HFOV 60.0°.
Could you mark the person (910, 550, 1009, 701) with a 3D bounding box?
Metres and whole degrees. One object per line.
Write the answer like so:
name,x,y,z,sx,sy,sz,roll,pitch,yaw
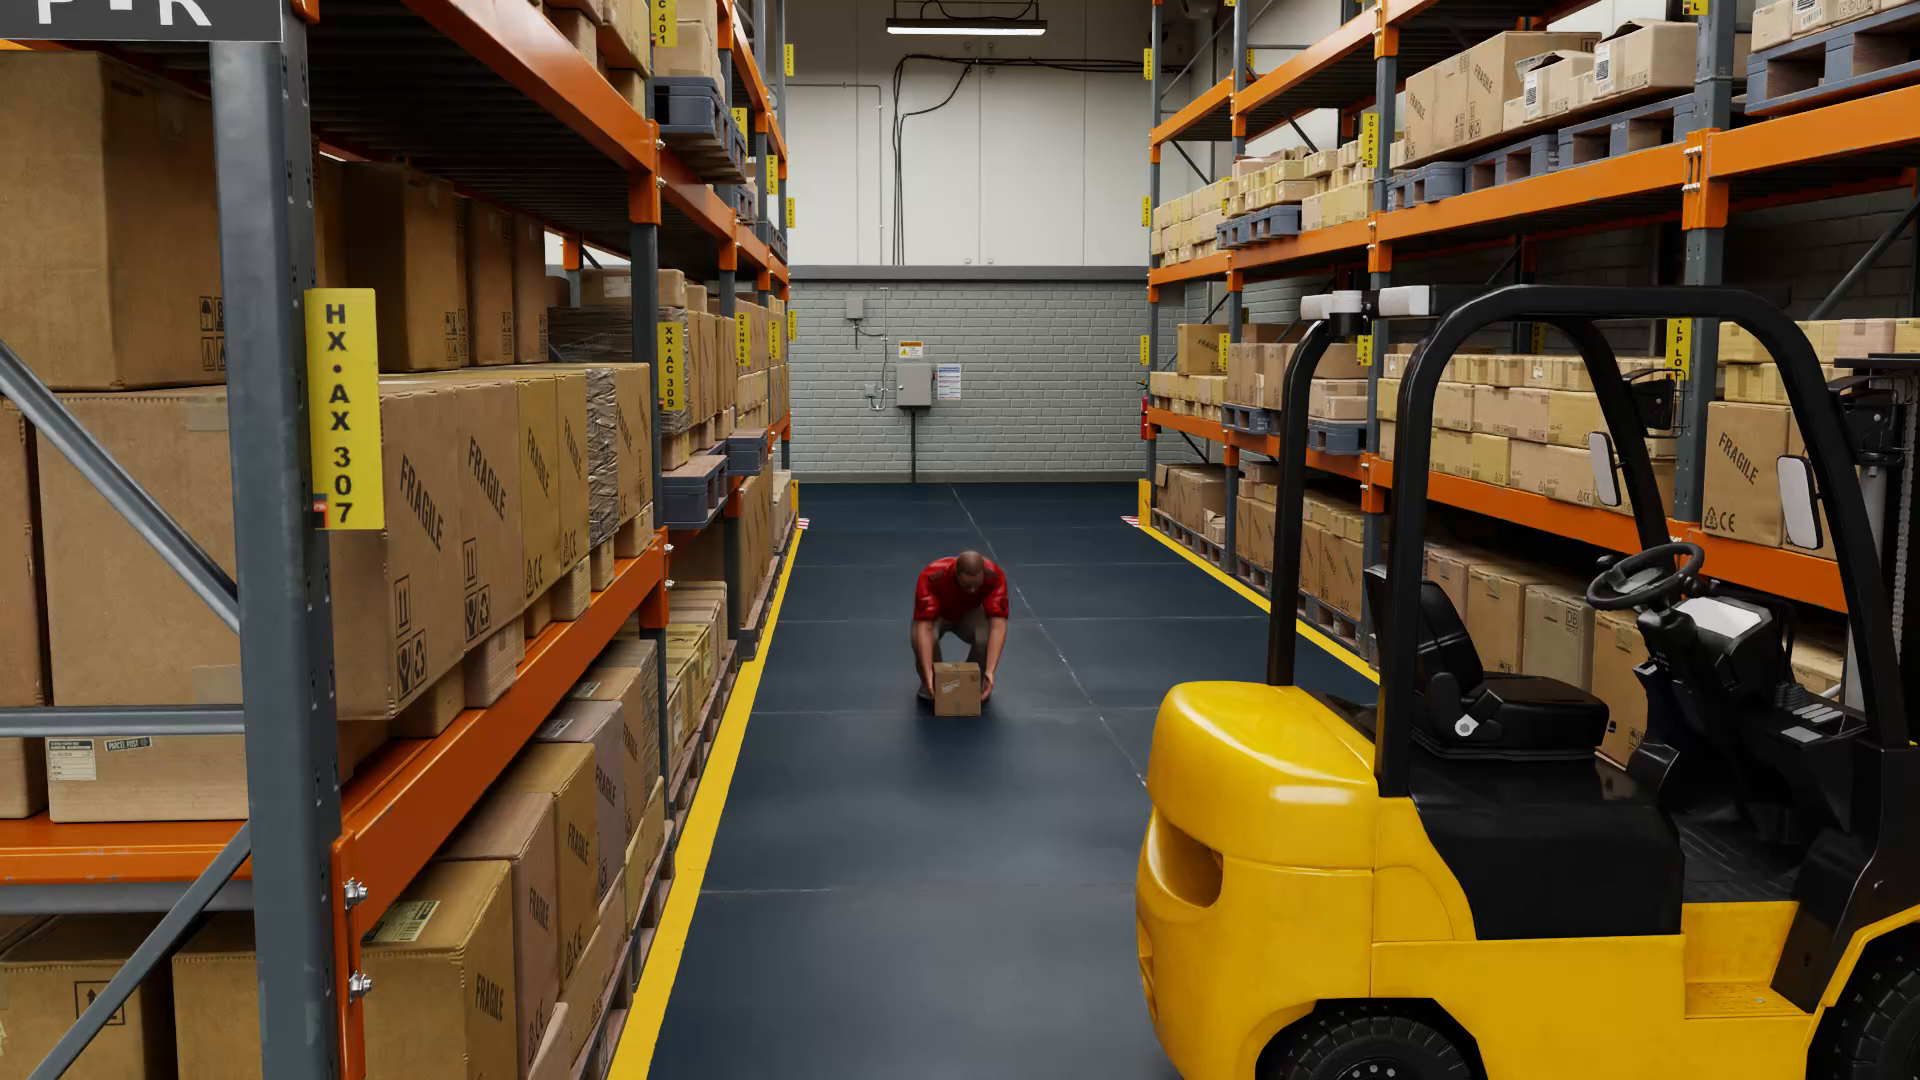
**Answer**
person,-0.012,0.464,9.447,0.556,0.901,0.860,0,7,-4
